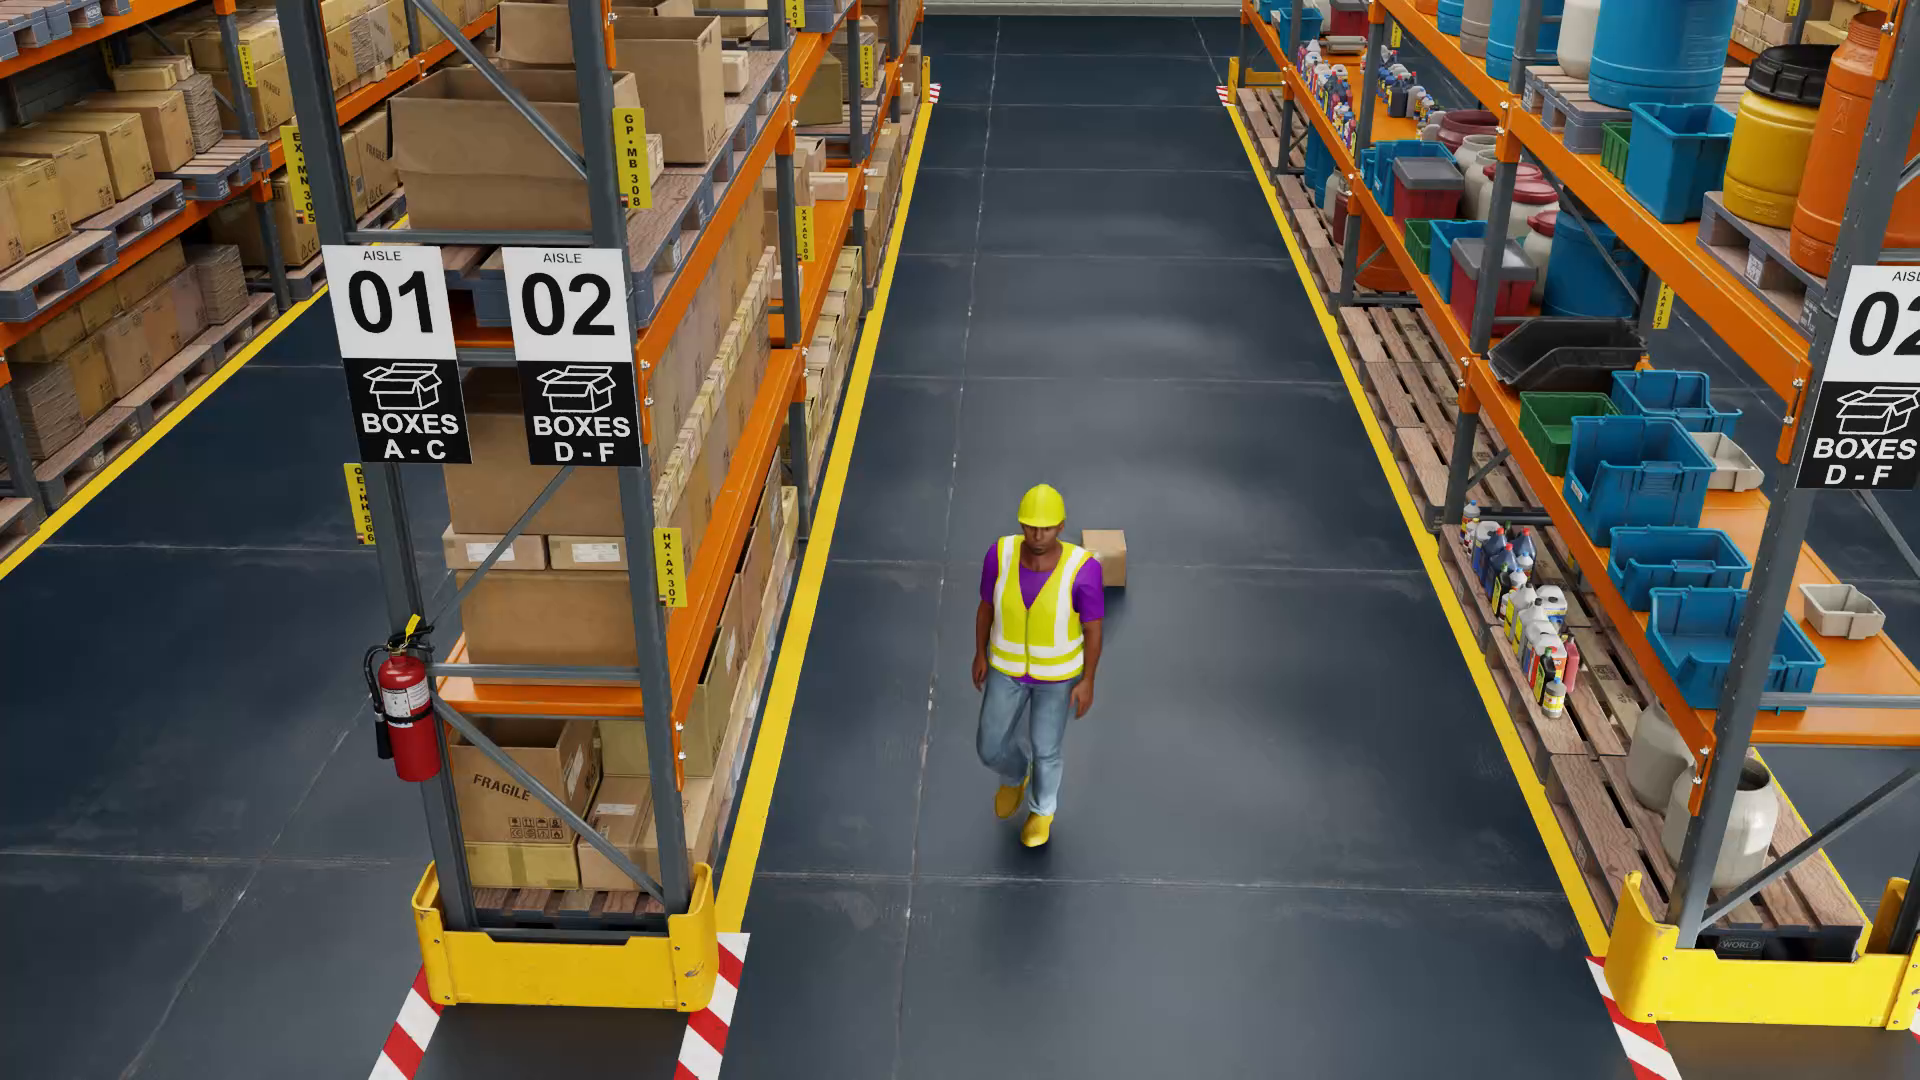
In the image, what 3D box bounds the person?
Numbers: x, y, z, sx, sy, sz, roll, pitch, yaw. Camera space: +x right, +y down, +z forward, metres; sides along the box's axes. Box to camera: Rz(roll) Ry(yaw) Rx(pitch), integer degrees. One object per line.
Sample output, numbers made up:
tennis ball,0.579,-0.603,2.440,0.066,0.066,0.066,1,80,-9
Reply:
person,0.323,0.588,7.421,0.600,1.765,0.467,8,29,15
